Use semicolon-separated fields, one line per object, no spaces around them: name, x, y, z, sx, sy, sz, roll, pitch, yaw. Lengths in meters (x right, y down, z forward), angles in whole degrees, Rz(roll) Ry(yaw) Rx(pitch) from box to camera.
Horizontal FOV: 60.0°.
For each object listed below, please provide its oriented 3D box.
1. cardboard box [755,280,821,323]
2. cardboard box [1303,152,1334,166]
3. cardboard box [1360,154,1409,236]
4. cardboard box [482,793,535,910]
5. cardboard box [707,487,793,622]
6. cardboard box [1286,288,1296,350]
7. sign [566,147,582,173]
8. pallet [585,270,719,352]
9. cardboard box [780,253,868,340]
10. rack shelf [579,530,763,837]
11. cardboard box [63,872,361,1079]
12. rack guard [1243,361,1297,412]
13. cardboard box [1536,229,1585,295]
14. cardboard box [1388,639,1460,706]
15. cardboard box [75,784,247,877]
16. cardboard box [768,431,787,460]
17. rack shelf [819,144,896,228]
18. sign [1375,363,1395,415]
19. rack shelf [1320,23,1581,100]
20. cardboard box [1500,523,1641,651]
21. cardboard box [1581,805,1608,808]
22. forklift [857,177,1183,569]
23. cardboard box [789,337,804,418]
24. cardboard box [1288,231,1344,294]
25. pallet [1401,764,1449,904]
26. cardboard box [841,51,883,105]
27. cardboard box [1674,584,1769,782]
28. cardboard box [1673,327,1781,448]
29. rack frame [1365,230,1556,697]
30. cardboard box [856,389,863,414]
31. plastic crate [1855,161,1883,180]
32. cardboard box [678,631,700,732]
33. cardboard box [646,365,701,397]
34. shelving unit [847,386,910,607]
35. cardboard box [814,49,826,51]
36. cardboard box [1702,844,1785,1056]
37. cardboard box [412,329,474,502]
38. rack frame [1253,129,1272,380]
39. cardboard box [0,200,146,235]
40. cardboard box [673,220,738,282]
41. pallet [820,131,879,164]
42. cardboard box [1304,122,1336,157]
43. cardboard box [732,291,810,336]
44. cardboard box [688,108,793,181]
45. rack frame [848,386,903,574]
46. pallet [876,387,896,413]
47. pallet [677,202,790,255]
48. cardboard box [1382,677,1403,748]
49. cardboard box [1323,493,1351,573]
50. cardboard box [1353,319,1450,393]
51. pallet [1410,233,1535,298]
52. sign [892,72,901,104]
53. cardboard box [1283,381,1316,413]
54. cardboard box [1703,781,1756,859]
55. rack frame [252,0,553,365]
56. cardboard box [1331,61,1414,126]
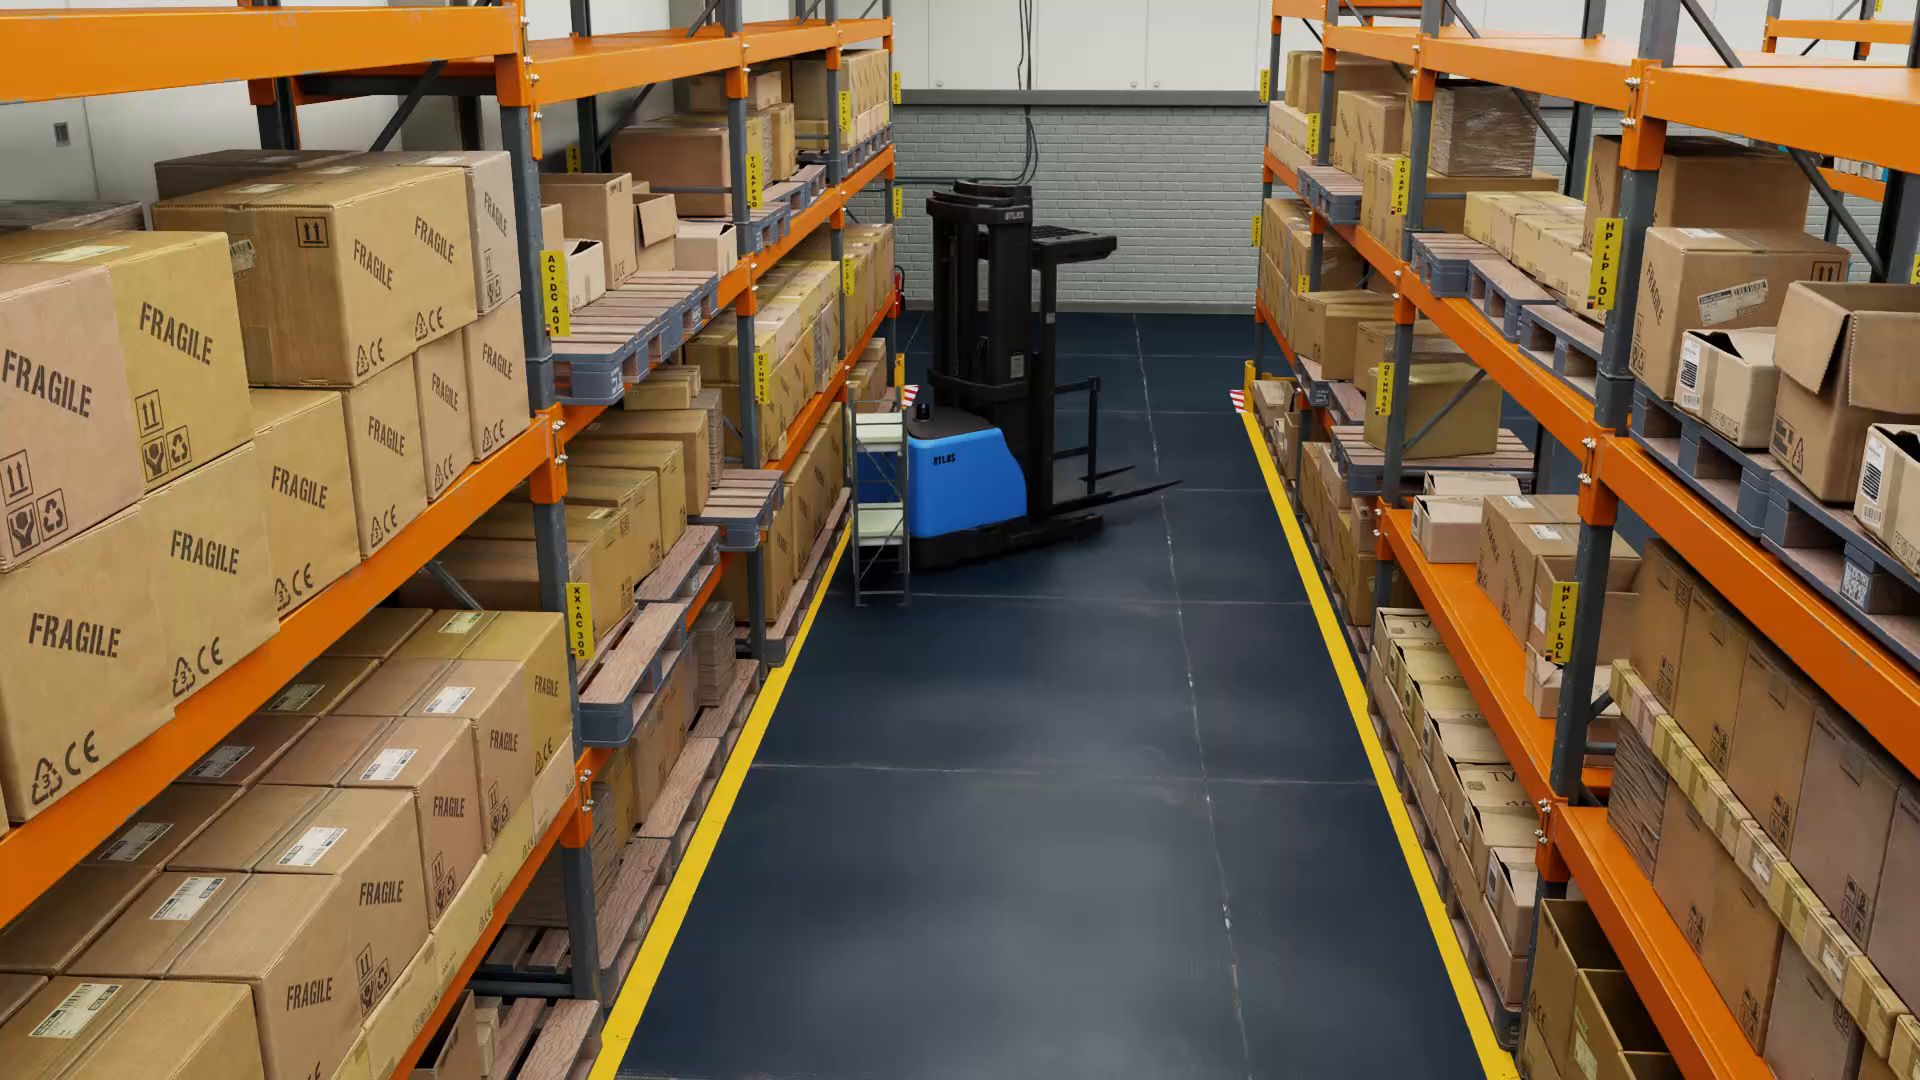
cardboard box;-1.366;-1.842;12.852;0.500;0.250;0.500;2;18;5
cardboard box;3.206;-3.156;14.162;0.500;0.250;0.500;1;18;4
cardboard box;3.221;-2.332;11.245;0.910;0.500;0.500;1;18;4
cardboard box;-1.854;1.100;5.957;0.500;0.250;0.500;1;18;4
cardboard box;-1.608;0.084;11.627;0.750;0.750;0.750;1;18;3
cardboard box;3.252;-2.014;15.092;0.500;0.500;0.500;2;18;5
sign;-2.345;-2.236;10.155;0.100;0.325;0.005;1;18;4
pallet;-1.857;-1.118;8.002;1.213;0.211;1.003;1;18;4
cardboard box;-1.392;-2.292;15.619;0.980;0.700;0.700;1;18;3
rack shelf;-1.935;0.451;8.886;1.077;0.370;4.000;1;18;4
cardboard box;-1.942;1.222;4.379;0.500;0.500;0.500;1;18;2
rack guard;3.718;-1.676;18.236;1.175;0.500;0.348;1;18;4
cardboard box;3.061;-1.307;7.843;0.500;0.250;0.500;0;18;-1
cardboard box;2.790;0.757;9.636;0.500;0.311;0.500;1;18;3
cardboard box;-2.429;1.053;4.896;0.500;0.500;0.500;2;18;5
cardboard box;-1.407;-0.658;11.486;0.380;0.149;0.250;2;18;6
rack shelf;-1.361;-3.459;16.002;1.077;0.370;4.000;1;18;4
sign;2.608;-0.925;10.196;0.100;0.325;0.005;1;18;4
rack shelf;3.293;-3.343;11.472;1.077;0.370;4.000;1;18;4
cardboard box;3.008;0.234;8.230;0.500;0.500;0.500;1;18;4
cardboard box;3.182;1.402;7.669;0.500;0.311;0.500;1;18;3
forklift;0.591;-1.514;13.836;3.031;2.935;1.130;-13;22;-35
cardboard box;-1.418;-1.173;12.014;0.500;0.500;0.500;1;18;4
cardboard box;3.248;-2.490;14.939;0.500;0.500;0.500;1;18;3
pallet;2.962;1.555;8.839;1.003;0.211;1.213;1;18;4
cardboard box;-1.045;-4.566;16.425;0.500;0.500;0.500;2;18;6
cardboard box;2.802;0.470;5.427;0.700;0.500;0.500;1;18;4
cardboard box;2.525;-0.492;5.033;0.500;0.311;0.500;0;18;1
rack frame;3.150;-0.403;10.336;1.000;3.000;0.127;1;18;4
cardboard box;-1.310;-1.152;15.963;0.700;0.500;0.500;1;18;3
plastic crate;8.088;-3.237;14.592;0.293;0.136;0.466;1;18;4
cardboard box;-1.944;0.849;9.824;0.700;0.500;0.500;1;18;4
cardboard box;-1.786;-0.969;10.156;0.380;0.149;0.250;-1;18;-3
shelving unit;-0.617;-0.338;12.544;0.431;1.500;0.755;-2;18;-5
cardboard box;-1.511;-4.733;16.935;0.500;0.500;0.500;1;18;2
cardboard box;2.766;1.249;5.132;0.700;0.500;0.500;2;18;5
cardboard box;-1.917;-0.433;5.419;0.500;0.500;0.500;0;18;-1
rack frame;3.723;-2.888;17.918;1.000;3.000;0.127;1;18;4
cardboard box;-2.466;-0.603;4.332;0.500;0.500;0.500;1;18;4
cardboard box;-1.574;-1.675;9.512;0.500;0.311;0.500;1;18;4
pallet;-1.346;-3.770;15.936;1.003;0.211;1.213;1;18;4
cardboard box;3.200;-3.394;14.085;0.500;0.250;0.500;1;18;4
cardboard box;-1.402;-1.683;12.369;0.500;0.250;0.500;1;18;3
cardboard box;-1.653;-2.992;12.551;0.700;0.500;0.500;1;18;3
rack frame;-0.652;-0.451;12.890;0.400;1.500;0.023;-2;18;-5
pallet;-1.197;-1.422;17.923;1.003;0.211;1.213;1;18;4
pallet;-1.798;-2.049;10.846;1.213;0.211;1.003;2;18;6
cardboard box;2.784;1.016;9.746;0.500;0.250;0.500;1;18;2
cardboard box;3.051;-0.044;12.547;0.500;0.500;0.500;1;18;2
cardboard box;3.371;-1.342;12.367;0.700;0.500;0.500;-3;18;-10
pallet;3.190;-1.526;9.249;1.213;0.211;1.003;2;18;6
sign;-0.678;-4.789;17.610;0.100;0.325;0.005;1;18;4
cardboard box;3.566;-1.252;16.228;0.797;0.503;0.637;1;18;4
cardboard box;2.578;0.880;5.218;0.380;0.149;0.250;1;18;2
rack frame;-2.078;-2.121;5.944;1.000;3.000;0.127;1;18;4
cardboard box;3.433;-3.745;13.952;0.700;0.500;0.500;1;18;4
